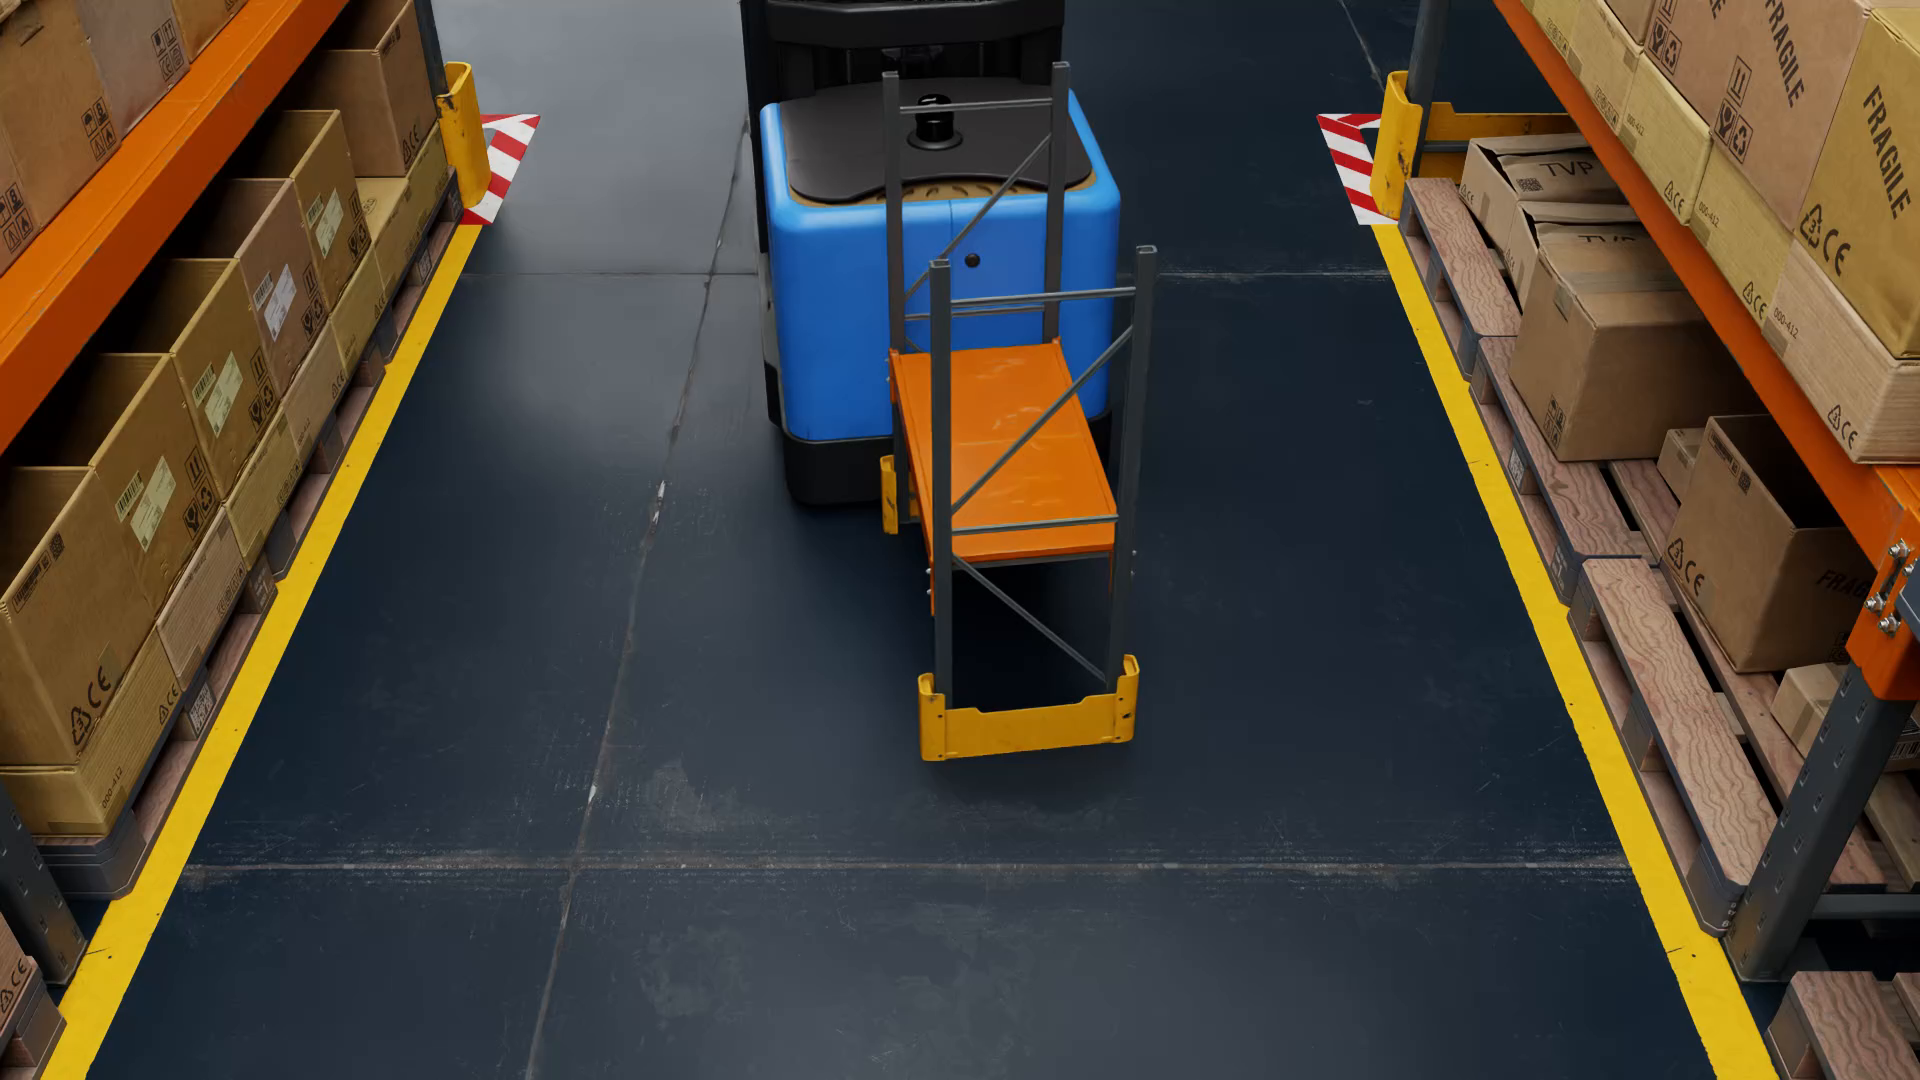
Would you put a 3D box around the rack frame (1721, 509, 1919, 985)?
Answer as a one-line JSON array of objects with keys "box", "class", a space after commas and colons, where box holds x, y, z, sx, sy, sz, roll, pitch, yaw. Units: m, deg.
[{"box": [2.346, -0.157, 3.048, 1.000, 3.000, 0.127, 0, 39, 0], "class": "rack frame"}]

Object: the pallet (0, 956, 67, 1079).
[{"box": [-2.568, 1.397, 3.337, 1.003, 0.211, 1.213, 0, 39, 0], "class": "pallet"}]

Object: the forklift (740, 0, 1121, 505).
[{"box": [-0.229, -2.173, 5.618, 1.130, 2.935, 3.031, -5, 39, -6], "class": "forklift"}]

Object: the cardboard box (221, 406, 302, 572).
[{"box": [-2.296, -0.158, 4.911, 0.500, 0.250, 0.500, 0, 39, 0], "class": "cardboard box"}]

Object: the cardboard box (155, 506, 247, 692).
[{"box": [-2.301, 0.155, 4.521, 0.500, 0.250, 0.500, 0, 39, 0], "class": "cardboard box"}]

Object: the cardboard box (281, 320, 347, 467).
[{"box": [-2.303, -0.470, 5.301, 0.500, 0.250, 0.500, 0, 39, 0], "class": "cardboard box"}]

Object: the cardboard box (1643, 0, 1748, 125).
[{"box": [2.040, -1.322, 4.005, 0.500, 0.500, 0.500, -1, 39, -1], "class": "cardboard box"}]

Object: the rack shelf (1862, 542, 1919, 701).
[{"box": [2.348, 1.374, 1.712, 1.077, 0.370, 4.000, 0, 39, 0], "class": "rack shelf"}]

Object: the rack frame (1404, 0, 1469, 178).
[{"box": [2.341, -2.659, 6.169, 1.000, 3.000, 0.127, 0, 39, 0], "class": "rack frame"}]

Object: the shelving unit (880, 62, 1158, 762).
[{"box": [0.114, -0.343, 4.478, 0.587, 1.500, 1.083, -5, 39, -6], "class": "shelving unit"}]

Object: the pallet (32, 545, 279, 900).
[{"box": [-2.567, 0.439, 4.533, 1.003, 0.211, 1.213, 0, 39, 0], "class": "pallet"}]

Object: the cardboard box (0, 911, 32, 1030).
[{"box": [-2.318, 1.017, 3.445, 0.500, 0.250, 0.500, 0, 39, 0], "class": "cardboard box"}]

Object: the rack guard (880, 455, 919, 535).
[{"box": [0.046, -0.163, 5.254, 0.587, 0.250, 0.087, -5, 39, -6], "class": "rack guard"}]

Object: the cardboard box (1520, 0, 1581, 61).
[{"box": [2.034, -1.659, 5.026, 0.500, 0.250, 0.500, -1, 39, -1], "class": "cardboard box"}]

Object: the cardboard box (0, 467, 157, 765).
[{"box": [-2.295, 0.175, 3.896, 0.500, 0.500, 0.500, 0, 39, 0], "class": "cardboard box"}]

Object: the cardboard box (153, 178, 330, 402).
[{"box": [-2.299, -0.763, 5.067, 0.500, 0.500, 0.500, 0, 39, 0], "class": "cardboard box"}]

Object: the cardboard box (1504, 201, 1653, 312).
[{"box": [2.253, -0.992, 5.887, 0.500, 0.311, 0.500, 3, 39, 4], "class": "cardboard box"}]

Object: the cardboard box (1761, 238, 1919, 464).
[{"box": [2.042, -0.403, 3.458, 0.500, 0.250, 0.500, 0, 39, 0], "class": "cardboard box"}]

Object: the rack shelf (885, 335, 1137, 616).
[{"box": [0.113, -0.208, 4.598, 0.538, 0.185, 1.000, -5, 39, -6], "class": "rack shelf"}]

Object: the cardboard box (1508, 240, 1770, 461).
[{"box": [2.203, -0.607, 5.256, 0.700, 0.500, 0.500, -2, 39, -3], "class": "cardboard box"}]

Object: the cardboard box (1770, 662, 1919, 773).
[{"box": [2.315, 0.442, 4.213, 0.380, 0.166, 0.250, -5, 39, -6], "class": "cardboard box"}]

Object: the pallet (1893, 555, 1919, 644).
[{"box": [2.201, 0.396, 2.511, 1.003, 0.211, 1.213, 0, 39, 0], "class": "pallet"}]

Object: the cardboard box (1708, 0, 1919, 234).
[{"box": [2.030, -1.007, 3.612, 0.500, 0.500, 0.500, 0, 39, 0], "class": "cardboard box"}]

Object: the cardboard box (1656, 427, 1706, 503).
[{"box": [2.364, -0.217, 5.050, 0.380, 0.149, 0.250, -3, 39, -4], "class": "cardboard box"}]

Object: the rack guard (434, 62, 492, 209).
[{"box": [-2.613, -1.692, 6.962, 1.175, 0.500, 0.348, 0, 39, 0], "class": "rack guard"}]

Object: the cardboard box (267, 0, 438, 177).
[{"box": [-2.314, -1.701, 6.237, 0.500, 0.500, 0.500, 0, 39, 0], "class": "cardboard box"}]

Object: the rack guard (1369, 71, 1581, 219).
[{"box": [2.341, -1.636, 6.891, 1.175, 0.500, 0.348, 0, 39, 0], "class": "rack guard"}]

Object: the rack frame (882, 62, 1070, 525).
[{"box": [0.043, -0.663, 4.878, 0.500, 1.500, 0.032, -5, 39, -6], "class": "rack frame"}]

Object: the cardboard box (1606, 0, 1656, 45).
[{"box": [2.039, -1.647, 4.411, 0.500, 0.500, 0.500, 1, 39, 1], "class": "cardboard box"}]

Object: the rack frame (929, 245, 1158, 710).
[{"box": [0.183, -0.033, 4.092, 0.500, 1.500, 0.032, -5, 39, -6], "class": "rack frame"}]

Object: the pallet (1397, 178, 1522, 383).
[{"box": [2.307, -1.015, 6.348, 1.003, 0.211, 1.213, 0, 39, 0], "class": "pallet"}]

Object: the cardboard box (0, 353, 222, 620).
[{"box": [-2.304, -0.138, 4.287, 0.500, 0.500, 0.500, 0, 39, 0], "class": "cardboard box"}]

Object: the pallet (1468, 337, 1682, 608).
[{"box": [2.305, -0.254, 5.398, 1.003, 0.211, 1.213, 0, 39, 0], "class": "pallet"}]

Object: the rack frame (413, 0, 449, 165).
[{"box": [-2.613, -2.653, 6.162, 1.000, 3.000, 0.127, 0, 39, 0], "class": "rack frame"}]

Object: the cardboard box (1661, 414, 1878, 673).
[{"box": [2.305, -0.003, 4.502, 0.500, 0.500, 0.500, -3, 39, -3], "class": "cardboard box"}]

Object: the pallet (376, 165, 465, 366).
[{"box": [-2.570, -1.086, 6.437, 1.003, 0.211, 1.213, 0, 39, 0], "class": "pallet"}]

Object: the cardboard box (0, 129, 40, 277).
[{"box": [-2.622, -0.798, 3.767, 0.700, 0.500, 0.500, 0, 39, -1], "class": "cardboard box"}]

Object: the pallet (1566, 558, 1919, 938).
[{"box": [2.310, 0.511, 4.444, 1.003, 0.211, 1.213, 0, 39, 0], "class": "pallet"}]

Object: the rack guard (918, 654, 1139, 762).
[{"box": [0.183, 0.454, 4.484, 0.587, 0.250, 0.087, -5, 39, -6], "class": "rack guard"}]

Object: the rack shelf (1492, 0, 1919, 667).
[{"box": [2.343, -1.127, 4.833, 1.077, 0.370, 4.000, 0, 39, 0], "class": "rack shelf"}]

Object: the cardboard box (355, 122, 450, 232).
[{"box": [-2.316, -1.409, 6.472, 0.500, 0.250, 0.500, 0, 39, 0], "class": "cardboard box"}]

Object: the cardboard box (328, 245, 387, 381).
[{"box": [-2.302, -0.783, 5.692, 0.500, 0.250, 0.500, 0, 39, 0], "class": "cardboard box"}]

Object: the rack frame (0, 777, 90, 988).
[{"box": [-2.608, -0.151, 3.040, 1.000, 3.000, 0.127, 0, 39, 0], "class": "rack frame"}]

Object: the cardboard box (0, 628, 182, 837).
[{"box": [-2.305, 0.468, 4.131, 0.500, 0.250, 0.500, 0, 39, 0], "class": "cardboard box"}]

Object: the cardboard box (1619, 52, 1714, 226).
[{"box": [2.034, -1.029, 4.239, 0.500, 0.250, 0.500, 0, 39, 0], "class": "cardboard box"}]

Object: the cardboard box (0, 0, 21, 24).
[{"box": [-2.417, -1.251, 3.813, 0.380, 0.149, 0.250, -1, 39, -2], "class": "cardboard box"}]

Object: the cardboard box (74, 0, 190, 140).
[{"box": [-2.620, -1.432, 4.558, 0.700, 0.500, 0.500, 1, 39, 1], "class": "cardboard box"}]

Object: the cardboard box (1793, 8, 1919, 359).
[{"box": [2.036, -0.695, 3.222, 0.500, 0.500, 0.500, 0, 39, 0], "class": "cardboard box"}]

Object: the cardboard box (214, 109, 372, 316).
[{"box": [-2.299, -1.076, 5.457, 0.500, 0.500, 0.500, 0, 39, 0], "class": "cardboard box"}]

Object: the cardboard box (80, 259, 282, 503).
[{"box": [-2.297, -0.450, 4.677, 0.500, 0.500, 0.500, 0, 39, 0], "class": "cardboard box"}]

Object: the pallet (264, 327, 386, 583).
[{"box": [-2.571, -0.325, 5.487, 1.003, 0.211, 1.213, 0, 39, 0], "class": "pallet"}]

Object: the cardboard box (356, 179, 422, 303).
[{"box": [-2.304, -1.096, 6.082, 0.500, 0.250, 0.500, 0, 39, 0], "class": "cardboard box"}]

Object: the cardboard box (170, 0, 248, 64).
[{"box": [-2.625, -1.761, 4.969, 0.700, 0.500, 0.500, 0, 39, 0], "class": "cardboard box"}]

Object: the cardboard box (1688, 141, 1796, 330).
[{"box": [2.050, -0.714, 3.846, 0.500, 0.250, 0.500, 0, 39, 0], "class": "cardboard box"}]

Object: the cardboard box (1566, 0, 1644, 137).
[{"box": [2.032, -1.343, 4.631, 0.500, 0.250, 0.500, 0, 39, 0], "class": "cardboard box"}]

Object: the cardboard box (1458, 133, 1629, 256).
[{"box": [2.252, -1.348, 6.332, 0.500, 0.311, 0.500, -4, 39, -5], "class": "cardboard box"}]

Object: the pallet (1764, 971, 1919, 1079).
[{"box": [2.348, 1.418, 3.312, 1.003, 0.211, 1.213, 0, 39, 0], "class": "pallet"}]

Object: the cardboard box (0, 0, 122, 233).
[{"box": [-2.619, -1.111, 4.158, 0.700, 0.500, 0.500, 1, 39, 1], "class": "cardboard box"}]
